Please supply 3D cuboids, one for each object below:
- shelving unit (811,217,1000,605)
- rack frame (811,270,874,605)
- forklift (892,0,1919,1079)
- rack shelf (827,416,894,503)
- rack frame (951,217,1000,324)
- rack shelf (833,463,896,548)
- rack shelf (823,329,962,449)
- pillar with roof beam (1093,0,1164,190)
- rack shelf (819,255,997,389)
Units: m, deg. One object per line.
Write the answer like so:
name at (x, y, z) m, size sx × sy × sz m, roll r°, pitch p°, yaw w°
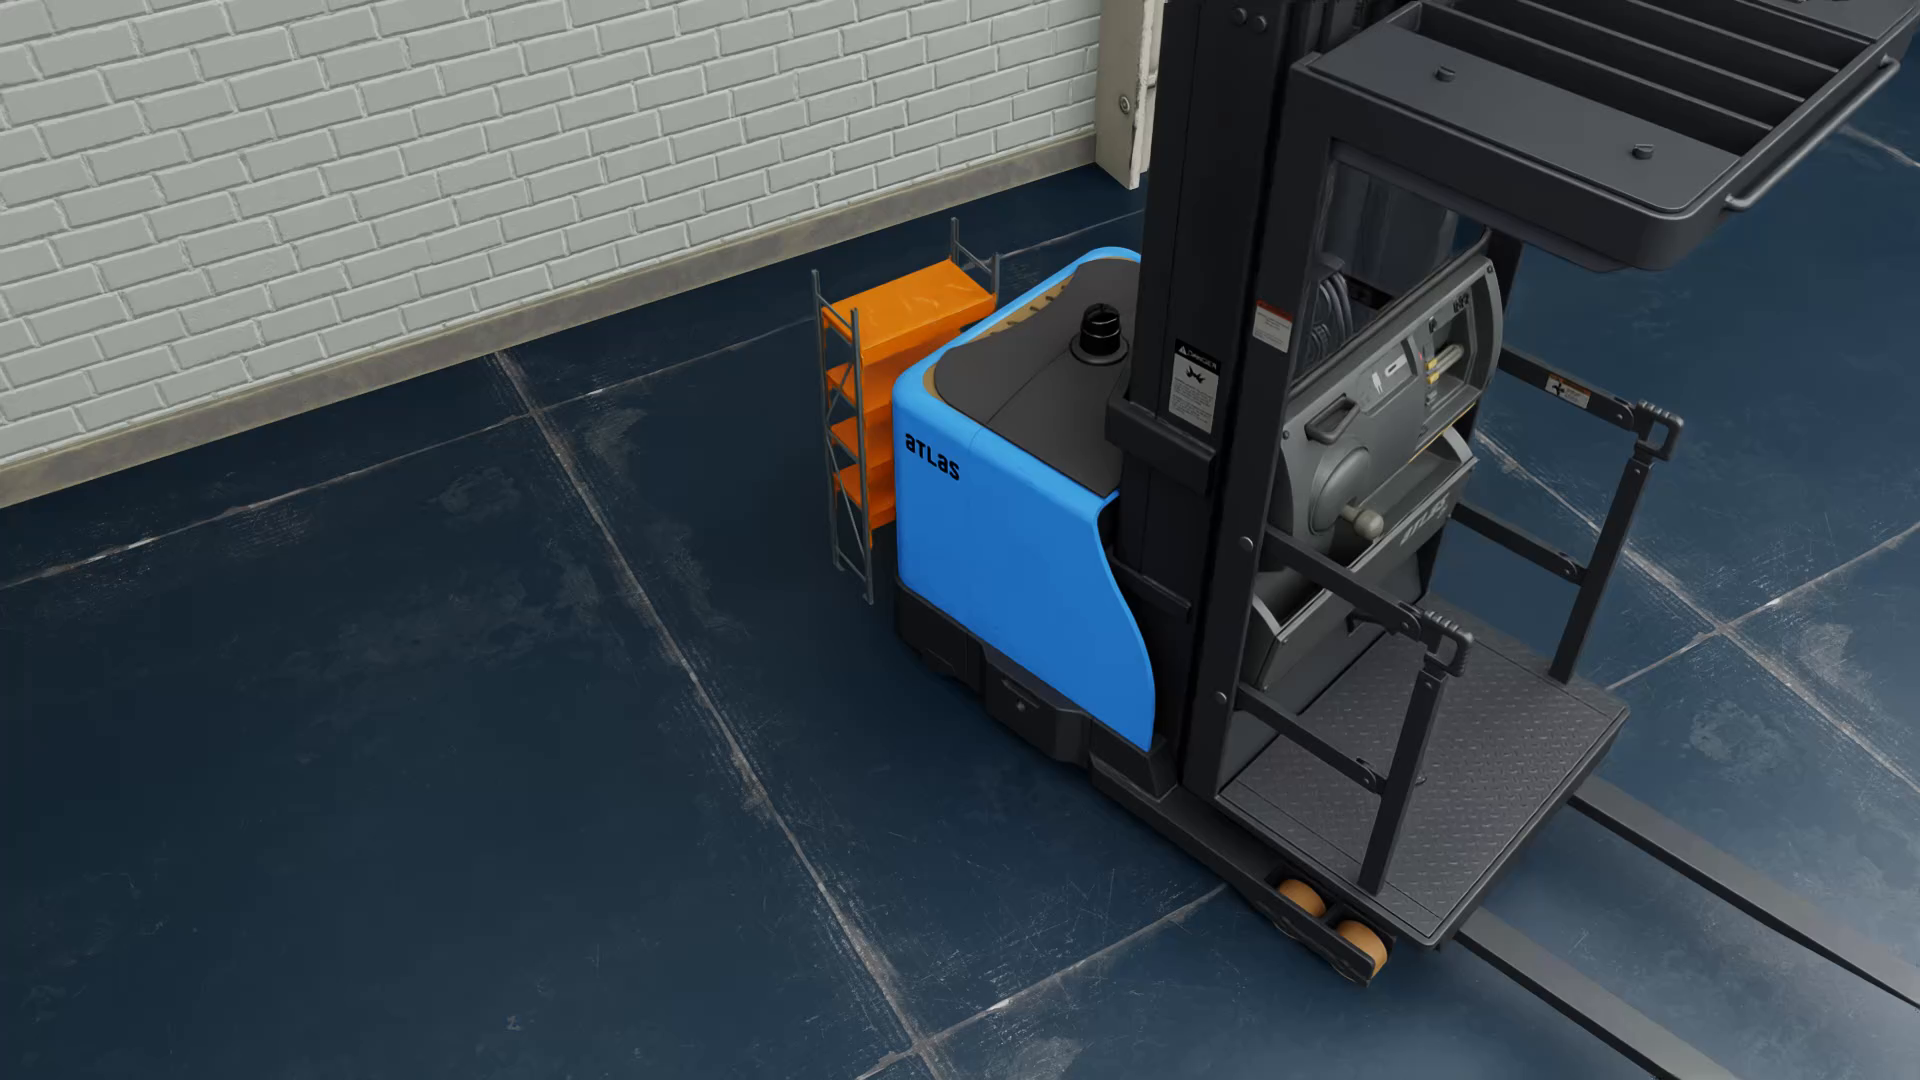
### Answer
shelving unit at (-0.158, -0.380, 5.280) m, size 0.503 × 1.200 × 0.258 m, roll -25°, pitch 50°, yaw -24°
rack frame at (-0.360, -0.285, 5.182) m, size 0.015 × 1.200 × 0.240 m, roll -25°, pitch 50°, yaw -24°
forklift at (1.207, -0.271, 3.925) m, size 3.031 × 2.935 × 1.130 m, roll 33°, pitch 53°, yaw 30°
rack shelf at (-0.158, -0.332, 5.327) m, size 0.480 × 0.148 × 0.258 m, roll -25°, pitch 50°, yaw -24°
rack frame at (0.044, -0.475, 5.378) m, size 0.015 × 1.200 × 0.240 m, roll -25°, pitch 50°, yaw -24°
rack shelf at (-0.158, -0.189, 5.465) m, size 0.480 × 0.148 × 0.258 m, roll -25°, pitch 50°, yaw -24°
rack shelf at (-0.158, -0.493, 5.171) m, size 0.480 × 0.148 × 0.258 m, roll -25°, pitch 50°, yaw -24°
pillar with roof beam at (2.986, -2.337, 1.697) m, size 0.400 × 9.000 × 9.100 m, roll -22°, pitch 48°, yaw -21°
rack shelf at (-0.158, -0.662, 5.007) m, size 0.480 × 0.148 × 0.258 m, roll -25°, pitch 50°, yaw -24°
